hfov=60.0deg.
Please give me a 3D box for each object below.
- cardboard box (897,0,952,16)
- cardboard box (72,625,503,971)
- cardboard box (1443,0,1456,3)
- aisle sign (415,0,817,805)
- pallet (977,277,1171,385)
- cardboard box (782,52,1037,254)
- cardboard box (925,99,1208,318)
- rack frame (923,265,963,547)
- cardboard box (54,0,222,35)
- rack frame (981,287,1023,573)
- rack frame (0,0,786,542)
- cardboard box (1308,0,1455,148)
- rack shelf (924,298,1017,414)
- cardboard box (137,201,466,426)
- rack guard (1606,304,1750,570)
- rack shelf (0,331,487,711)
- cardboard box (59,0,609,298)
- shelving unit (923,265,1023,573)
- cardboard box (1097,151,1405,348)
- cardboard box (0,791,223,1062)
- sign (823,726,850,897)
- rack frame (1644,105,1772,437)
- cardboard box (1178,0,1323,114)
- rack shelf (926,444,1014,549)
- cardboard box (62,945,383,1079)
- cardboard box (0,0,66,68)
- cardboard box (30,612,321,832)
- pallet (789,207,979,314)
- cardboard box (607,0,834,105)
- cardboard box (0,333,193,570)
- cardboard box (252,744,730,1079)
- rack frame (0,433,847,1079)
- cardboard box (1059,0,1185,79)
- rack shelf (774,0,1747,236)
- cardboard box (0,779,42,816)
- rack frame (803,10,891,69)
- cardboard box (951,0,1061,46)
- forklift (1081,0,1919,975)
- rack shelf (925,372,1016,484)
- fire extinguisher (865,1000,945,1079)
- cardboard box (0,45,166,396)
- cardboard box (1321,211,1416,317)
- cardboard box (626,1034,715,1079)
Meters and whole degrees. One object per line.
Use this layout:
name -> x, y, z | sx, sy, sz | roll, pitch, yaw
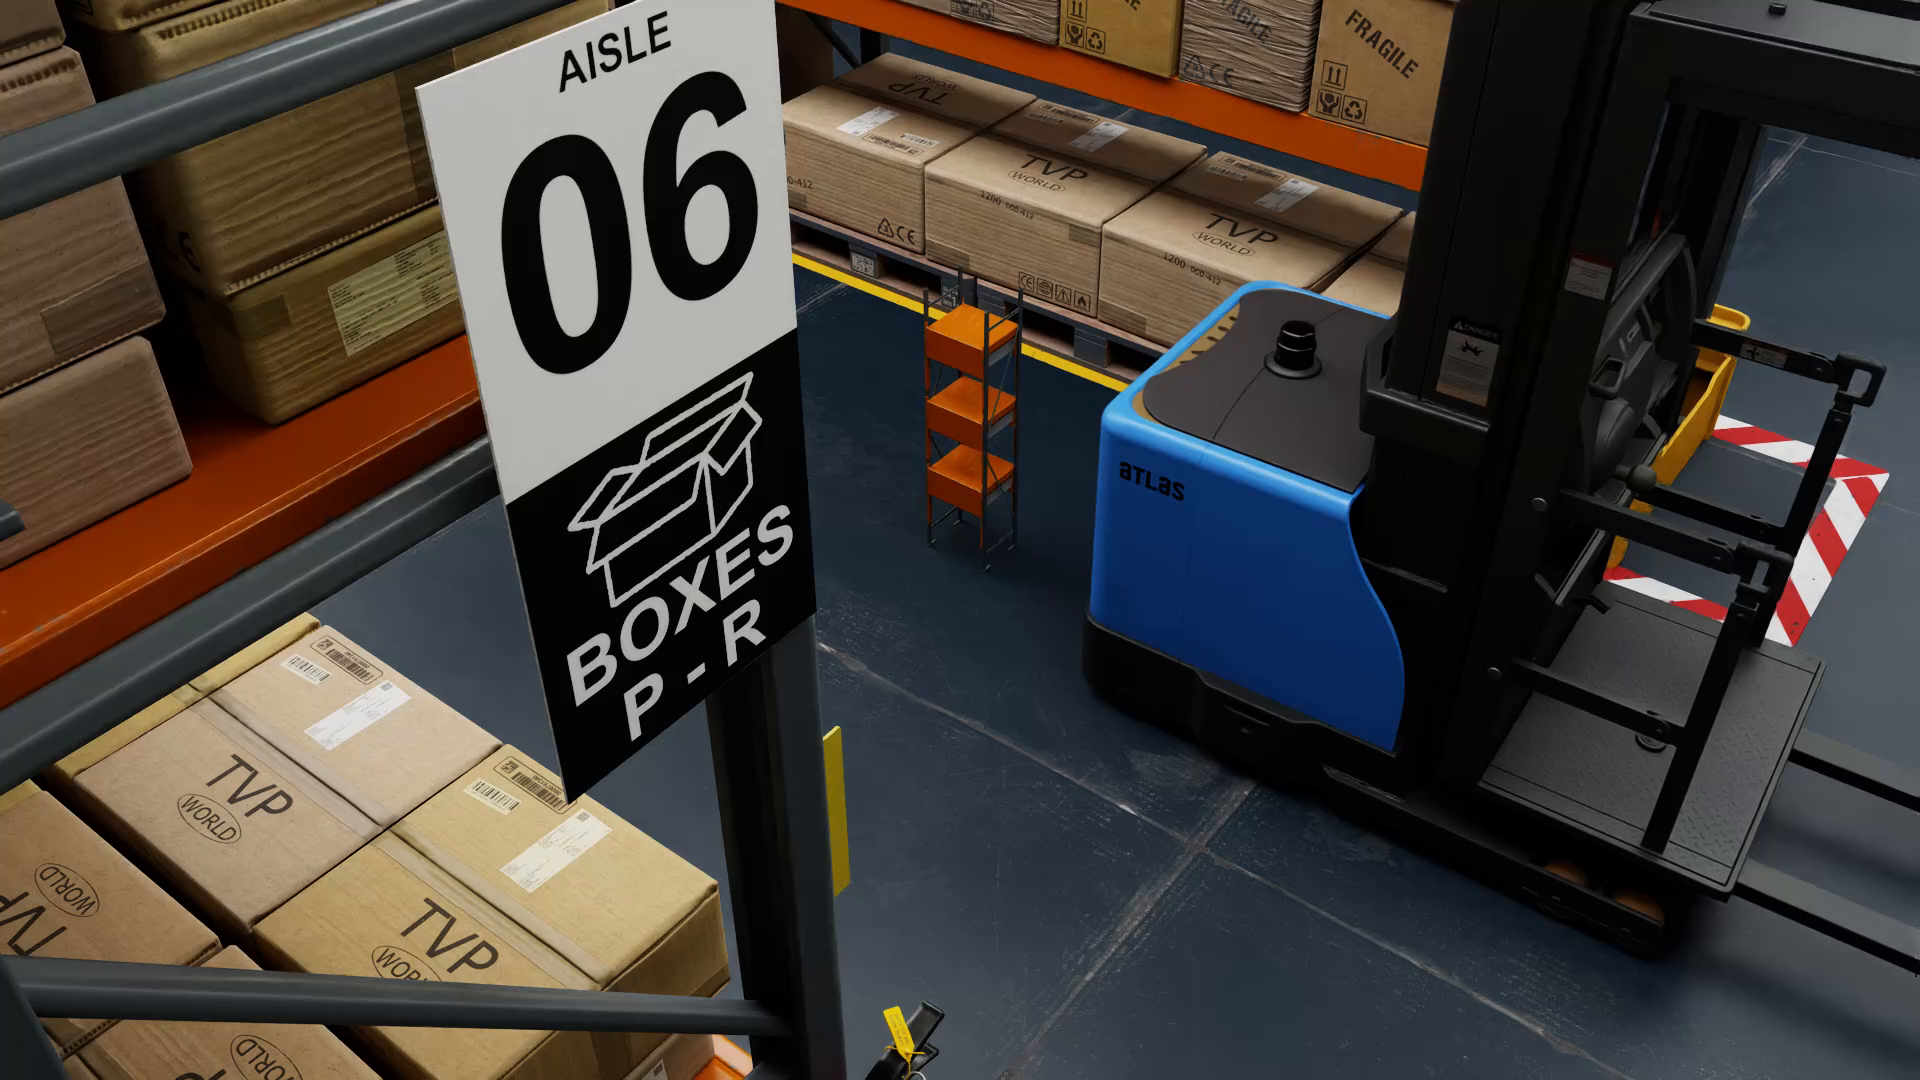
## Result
cardboard box -> -0.079, -2.462, 6.634 | 0.500, 0.500, 0.500 | 26, 45, 29
cardboard box -> -1.123, 0.465, 2.858 | 0.500, 0.250, 0.500 | 26, 45, 29
cardboard box -> 1.527, -2.097, 5.357 | 0.500, 0.500, 0.500 | 25, 45, 29
aisle sign -> -0.293, -0.129, 1.626 | 0.004, 0.787, 0.394 | 25, 45, 29
pallet -> 0.840, -1.039, 7.160 | 1.213, 0.211, 1.003 | 25, 45, 29
cardboard box -> -0.256, -1.785, 7.589 | 0.875, 0.438, 0.875 | 25, 44, 28
cardboard box -> 0.455, -1.451, 7.161 | 0.875, 0.438, 0.875 | 24, 44, 27
rack frame -> -0.054, -0.439, 5.713 | 0.008, 1.050, 0.200 | 25, 45, 29
cardboard box -> -0.725, -0.712, 1.522 | 0.500, 0.250, 0.500 | 25, 44, 28
rack frame -> 0.139, -0.348, 5.596 | 0.008, 1.050, 0.200 | 25, 45, 29
rack frame -> -0.525, -1.349, 0.427 | 0.127, 3.000, 1.000 | 25, 45, 29
cardboard box -> 1.554, -1.704, 5.667 | 0.500, 0.500, 0.500 | 24, 44, 28
rack shelf -> 0.042, -0.608, 5.486 | 0.240, 0.259, 0.215 | 25, 45, 29
cardboard box -> -0.637, -0.302, 1.727 | 0.250, 0.149, 0.380 | 26, 45, 29
rack guard -> 2.506, -0.425, 6.142 | 0.348, 0.500, 1.175 | 25, 45, 29
rack shelf -> -2.114, -0.634, 2.530 | 4.000, 0.370, 1.077 | 25, 45, 29
cardboard box -> -0.712, -0.526, 1.690 | 0.500, 0.250, 0.500 | 25, 44, 28
shelving unit -> 0.042, -0.393, 5.655 | 0.252, 1.050, 0.215 | 25, 45, 29
cardboard box -> 1.170, -1.112, 6.729 | 0.875, 0.438, 0.875 | 27, 45, 30
cardboard box -> -1.461, 0.719, 2.533 | 0.500, 0.250, 0.500 | 25, 45, 29
sign -> -0.196, 0.407, 2.349 | 0.005, 0.325, 0.100 | 25, 45, 29
rack frame -> 2.487, -1.419, 5.383 | 0.127, 3.000, 1.000 | 25, 45, 29
cardboard box -> 1.139, -1.892, 5.906 | 0.500, 0.500, 0.500 | 27, 45, 30
rack shelf -> 0.043, -0.166, 5.833 | 0.240, 0.259, 0.215 | 25, 45, 29
cardboard box -> -1.052, 0.913, 2.285 | 0.500, 0.250, 0.500 | 27, 45, 30
cardboard box -> -1.048, -0.452, 1.190 | 0.500, 0.250, 0.500 | 24, 44, 27
cardboard box -> -1.527, 0.276, 3.098 | 0.500, 0.250, 0.500 | 24, 44, 28
pallet -> -0.133, -1.496, 7.743 | 1.213, 0.211, 1.003 | 25, 45, 29
cardboard box -> -1.231, -2.438, 8.068 | 0.875, 0.875, 0.875 | 27, 45, 30
cardboard box -> -0.920, -0.075, 1.438 | 0.250, 0.149, 0.380 | 27, 45, 30
cardboard box -> -0.722, 0.653, 2.617 | 0.500, 0.250, 0.500 | 25, 45, 29
rack frame -> -0.525, 1.013, 2.277 | 0.127, 3.000, 1.000 | 25, 45, 29
cardboard box -> 0.721, -2.079, 6.145 | 0.500, 0.500, 0.500 | 27, 45, 30
rack shelf -> 0.899, -1.884, 6.561 | 4.000, 0.370, 1.077 | 25, 45, 29
cardboard box -> -1.851, 0.531, 2.772 | 0.500, 0.250, 0.500 | 27, 45, 30
rack frame -> -0.690, -2.917, 7.296 | 0.127, 3.000, 1.000 | 25, 45, 29
cardboard box -> 0.312, -2.272, 6.392 | 0.500, 0.500, 0.500 | 26, 45, 29
forklift -> 1.892, -0.405, 4.144 | 3.031, 2.935, 1.130 | 23, 44, 27
rack shelf -> 0.042, -0.385, 5.661 | 0.240, 0.259, 0.215 | 25, 45, 29
fire extinguisher -> -0.128, 1.019, 2.634 | 0.183, 0.674, 0.296 | 25, 45, 29
cardboard box -> -1.044, -0.259, 1.349 | 0.500, 0.250, 0.500 | 24, 44, 28
cardboard box -> 1.902, -0.773, 6.296 | 0.875, 0.438, 0.875 | 24, 44, 27
cardboard box -> -0.620, 0.855, 2.683 | 0.250, 0.149, 0.380 | 25, 44, 28
